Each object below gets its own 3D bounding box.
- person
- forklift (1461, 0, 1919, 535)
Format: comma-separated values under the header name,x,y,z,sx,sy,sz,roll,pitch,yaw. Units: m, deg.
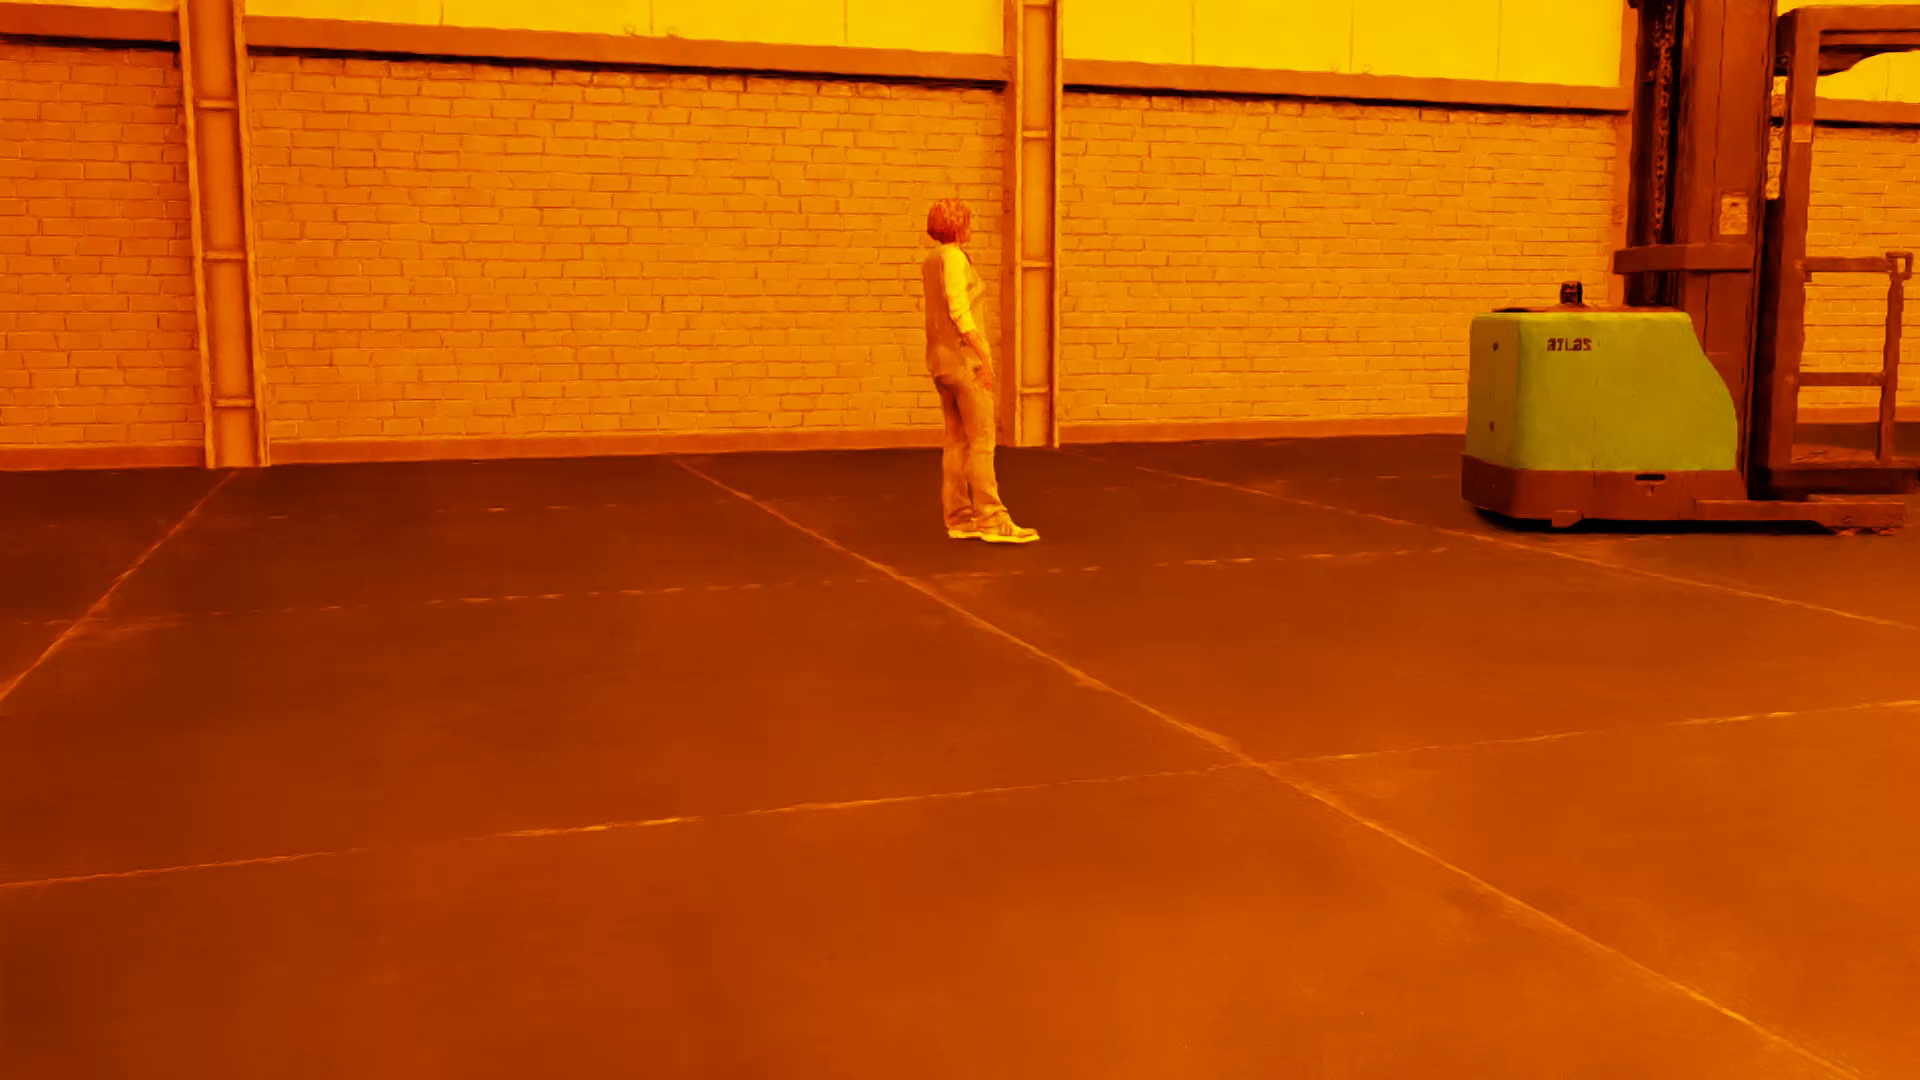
name,x,y,z,sx,sy,sz,roll,pitch,yaw
person,0.075,-0.799,7.826,0.474,1.597,0.521,-3,8,-18
forklift,4.242,-1.549,8.438,3.031,2.935,1.130,0,8,1
